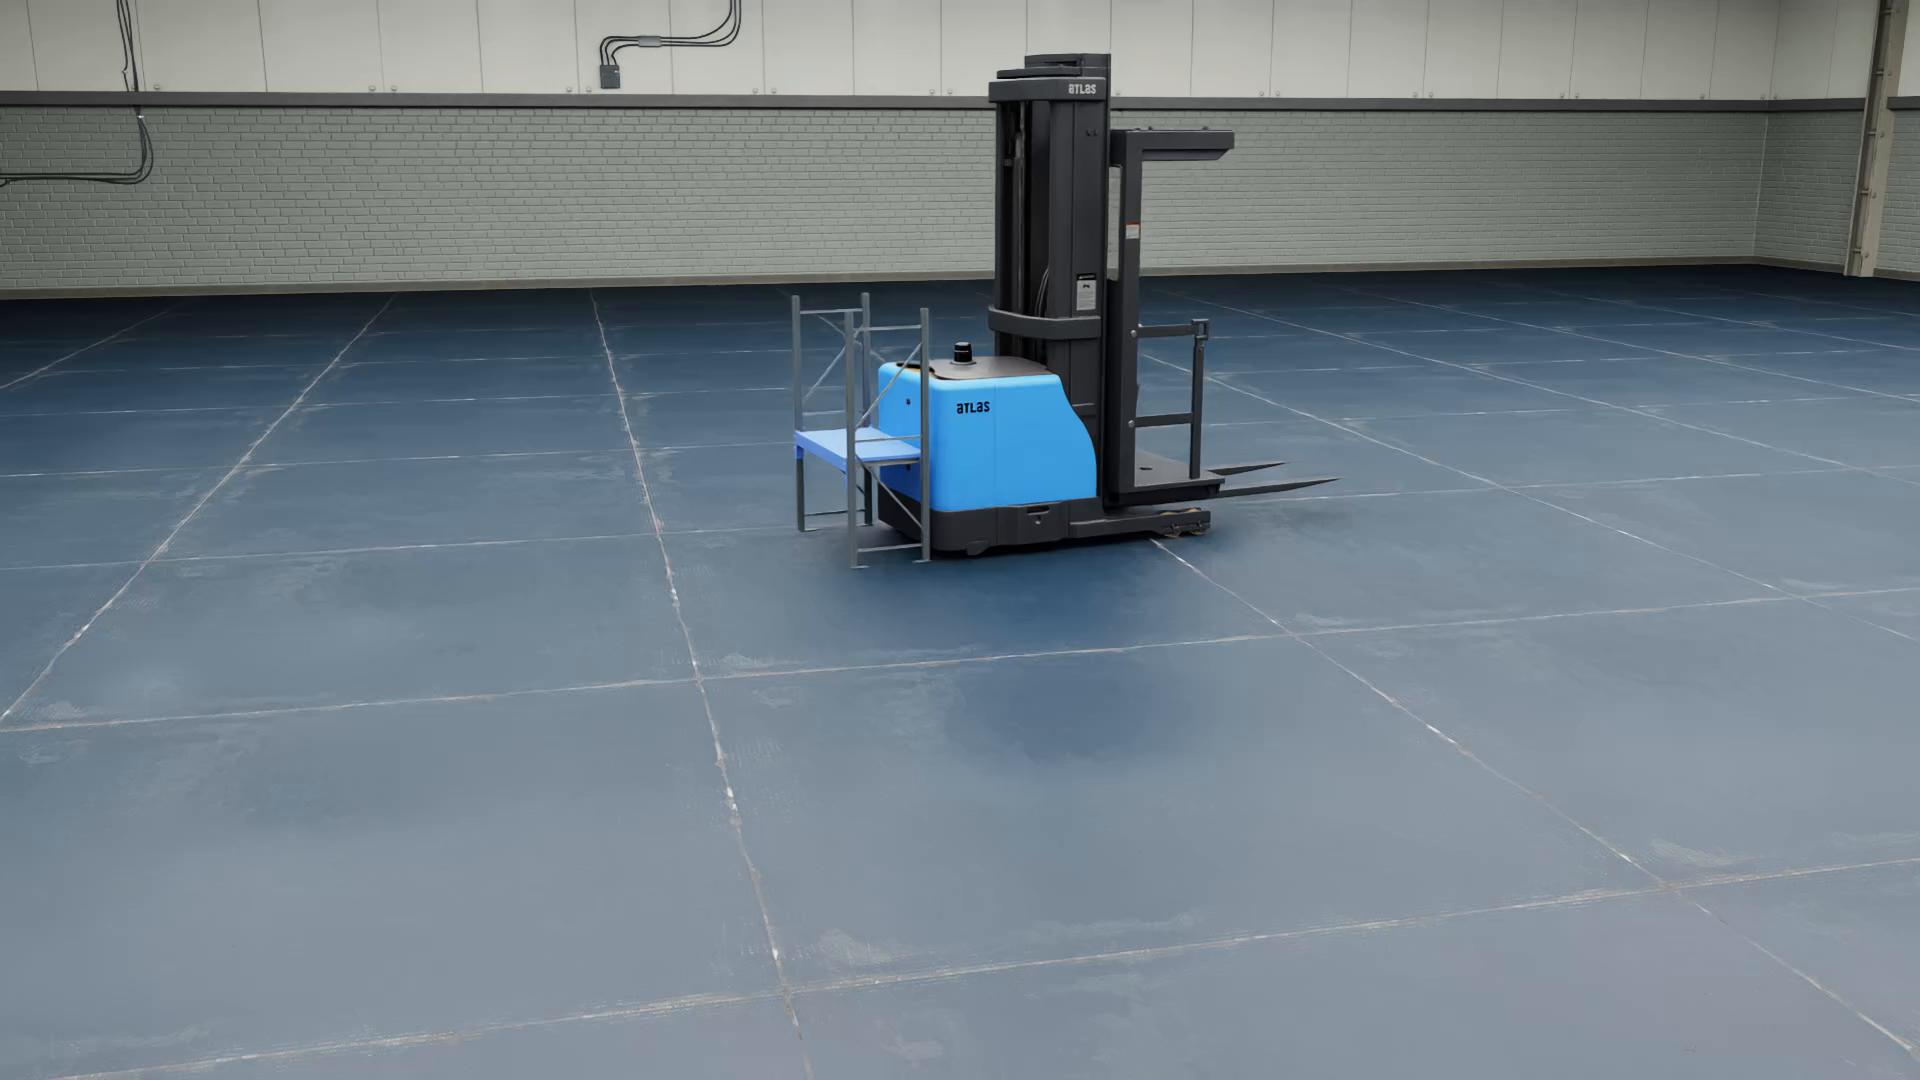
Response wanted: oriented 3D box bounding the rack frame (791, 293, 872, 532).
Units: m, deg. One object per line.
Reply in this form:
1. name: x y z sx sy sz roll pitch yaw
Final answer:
1. rack frame: -0.807 -0.803 10.554 0.500 1.500 0.032 -6 15 -22

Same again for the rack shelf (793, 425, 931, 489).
1. rack shelf: -0.612 -0.517 10.141 0.538 0.185 1.000 -6 15 -22

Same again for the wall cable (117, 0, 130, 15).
1. wall cable: -11.277 -9.203 25.036 3.097 2.526 0.112 -3 14 -13

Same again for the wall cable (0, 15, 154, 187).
1. wall cable: -13.907 -6.599 25.018 3.097 2.526 0.112 -3 14 -13

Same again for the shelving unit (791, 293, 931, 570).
1. shelving unit: -0.612 -0.692 10.098 0.538 1.500 1.048 -6 15 -22

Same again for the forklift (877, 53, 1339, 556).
1. forklift: 1.033 -1.542 10.564 3.031 2.935 1.130 -6 15 -24

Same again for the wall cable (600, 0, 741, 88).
1. wall cable: -4.675 -10.285 26.397 2.305 6.003 0.169 -3 14 -13

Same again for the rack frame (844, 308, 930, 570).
1. rack frame: -0.416 -0.580 9.642 0.500 1.500 0.032 -6 15 -22

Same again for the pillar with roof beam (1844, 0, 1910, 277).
1. pillar with roof beam: 11.934 -8.870 27.770 9.100 9.000 0.400 -3 14 -13
